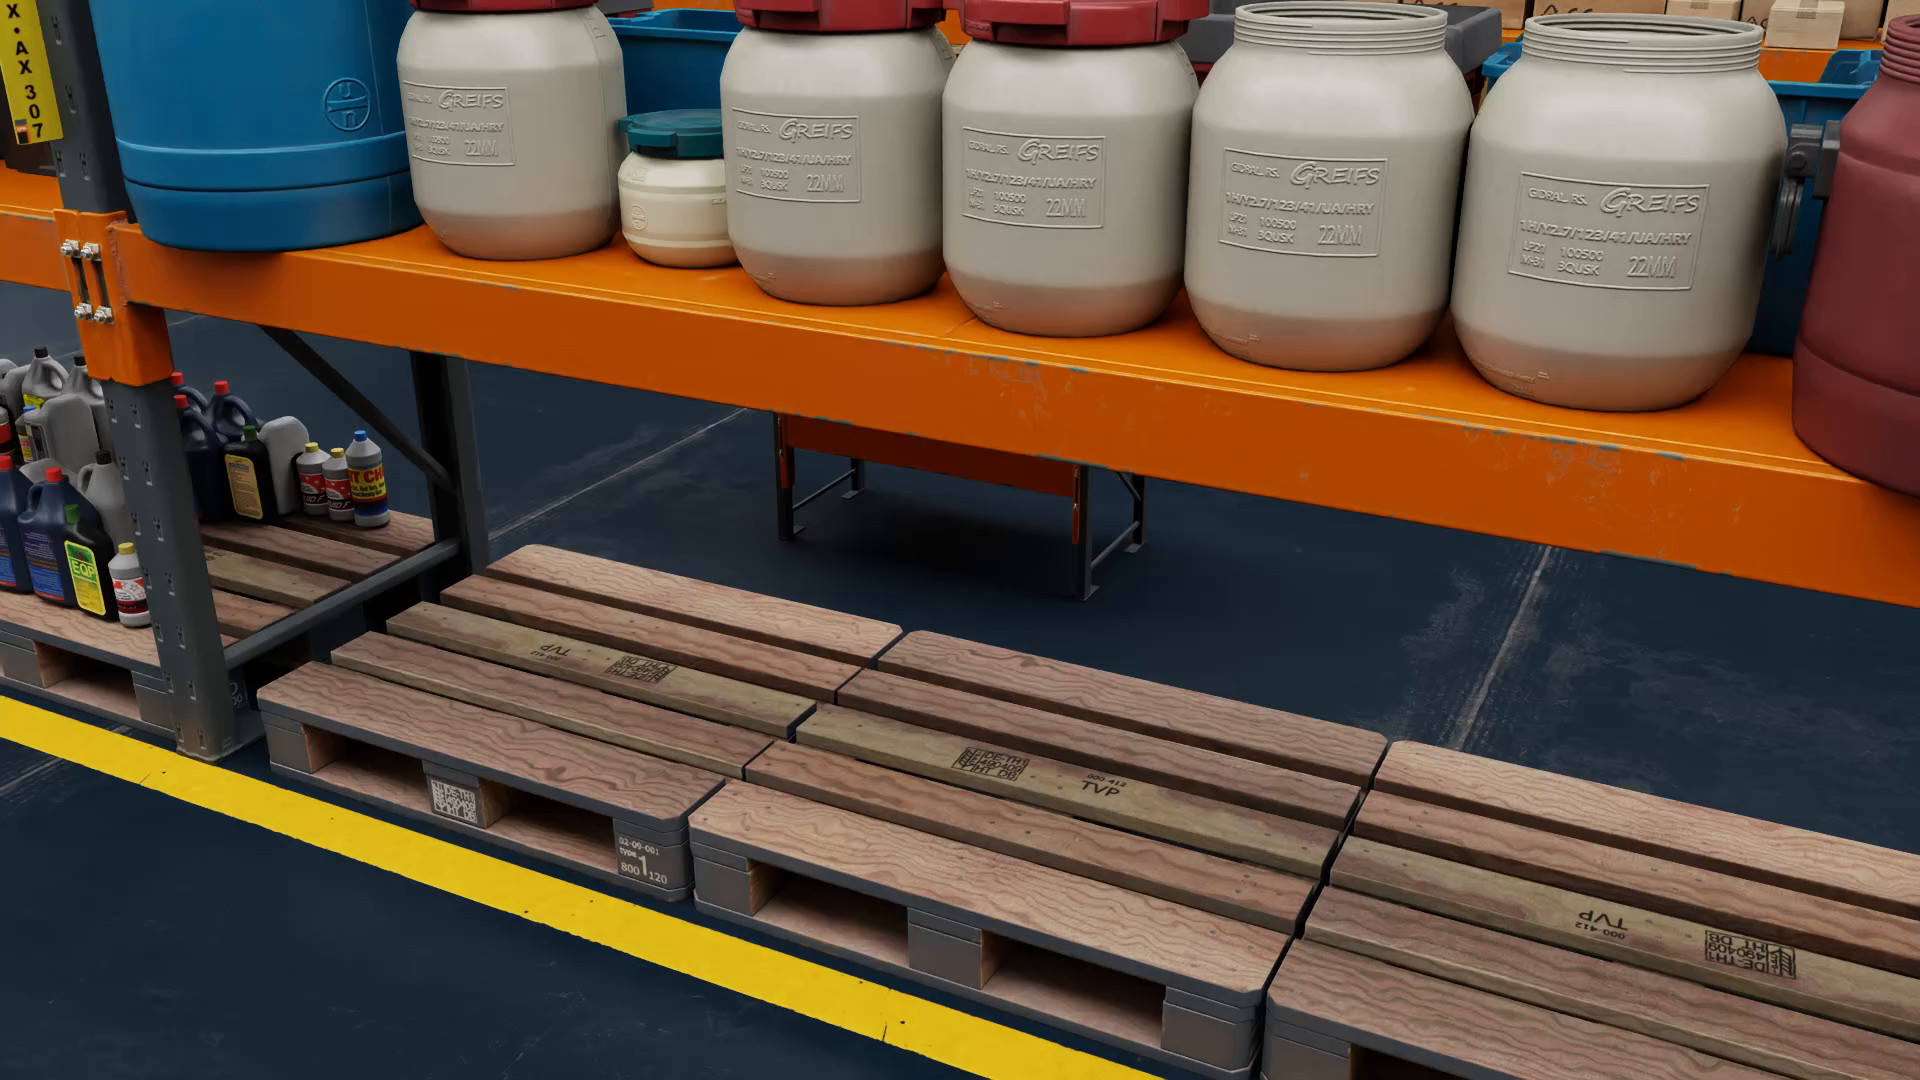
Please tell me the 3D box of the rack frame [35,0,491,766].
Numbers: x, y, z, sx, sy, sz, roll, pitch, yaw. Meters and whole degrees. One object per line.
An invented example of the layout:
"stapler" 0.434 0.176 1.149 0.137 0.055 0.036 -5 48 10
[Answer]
"rack frame" -1.614 -1.024 3.826 0.127 3.000 1.000 11 25 25

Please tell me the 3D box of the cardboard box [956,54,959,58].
"cardboard box" -0.098 -2.303 8.852 0.500 0.500 0.500 11 25 25

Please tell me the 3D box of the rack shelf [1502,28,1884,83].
"rack shelf" 2.409 -2.069 7.202 4.000 0.370 1.077 11 25 25

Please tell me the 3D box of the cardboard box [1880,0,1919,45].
"cardboard box" 3.889 -2.086 6.436 0.500 0.311 0.500 13 26 28

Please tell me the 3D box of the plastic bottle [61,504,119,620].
"plastic bottle" -2.192 0.054 4.200 0.133 0.283 0.061 13 26 27

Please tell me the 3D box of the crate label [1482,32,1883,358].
"crate label" 1.191 -0.604 2.793 0.616 0.435 0.502 11 25 25

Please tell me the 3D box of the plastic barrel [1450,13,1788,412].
"plastic barrel" 0.941 -0.476 2.395 0.421 0.512 0.421 0 23 0

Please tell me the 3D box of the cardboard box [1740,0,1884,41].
"cardboard box" 3.483 -2.232 6.779 0.500 0.311 0.500 11 25 24

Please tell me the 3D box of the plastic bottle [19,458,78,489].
"plastic bottle" -2.446 -0.076 4.515 0.135 0.276 0.152 11 25 25

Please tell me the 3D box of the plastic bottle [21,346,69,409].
"plastic bottle" -2.861 -0.436 5.266 0.185 0.351 0.144 12 26 27

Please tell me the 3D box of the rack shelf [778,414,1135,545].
"rack shelf" 0.006 -0.291 5.123 1.000 0.278 0.538 11 25 25

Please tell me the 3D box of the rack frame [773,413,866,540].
"rack frame" -0.448 -0.606 5.238 0.032 1.125 0.500 11 25 25

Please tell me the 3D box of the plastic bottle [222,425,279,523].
"plastic bottle" -2.049 -0.196 4.788 0.133 0.283 0.061 11 25 25

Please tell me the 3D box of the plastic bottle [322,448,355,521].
"plastic bottle" -1.791 -0.166 4.822 0.097 0.201 0.097 0 23 0

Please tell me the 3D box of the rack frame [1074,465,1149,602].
"rack frame" 0.460 -0.427 4.816 0.032 1.125 0.500 11 25 25

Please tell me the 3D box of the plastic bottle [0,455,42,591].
"plastic bottle" -2.490 -0.055 4.368 0.185 0.351 0.144 10 25 22

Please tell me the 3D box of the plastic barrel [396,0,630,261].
"plastic barrel" -0.859 -0.841 3.222 0.433 0.535 0.433 0 23 0

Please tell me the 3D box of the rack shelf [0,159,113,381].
"rack shelf" -3.399 -1.046 4.797 4.000 0.370 1.077 11 25 25

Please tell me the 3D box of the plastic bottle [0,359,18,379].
"plastic bottle" -3.134 -0.454 5.404 0.135 0.276 0.152 11 26 25

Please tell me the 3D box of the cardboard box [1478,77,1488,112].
"cardboard box" 4.004 -3.339 11.900 0.500 0.500 0.700 11 25 24

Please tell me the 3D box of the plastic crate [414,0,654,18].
"plastic crate" -1.044 -1.075 3.863 0.583 0.464 0.402 11 25 25

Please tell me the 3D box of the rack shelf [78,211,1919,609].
"rack shelf" 0.171 -0.340 3.136 4.000 0.370 1.077 11 25 25

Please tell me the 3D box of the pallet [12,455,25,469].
"pallet" -3.287 -0.089 5.190 1.213 0.211 1.003 11 25 25

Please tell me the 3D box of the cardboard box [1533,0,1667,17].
"cardboard box" 2.689 -2.384 6.895 0.500 0.500 0.500 10 25 22

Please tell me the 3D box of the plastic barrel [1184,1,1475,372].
"plastic barrel" 0.565 -0.551 2.570 0.421 0.512 0.421 0 23 0

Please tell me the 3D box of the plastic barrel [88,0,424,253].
"plastic barrel" -1.406 -1.081 3.318 0.708 0.901 0.600 11 25 25

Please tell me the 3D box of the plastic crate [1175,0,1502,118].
"plastic crate" 0.652 -0.740 3.075 0.583 0.464 0.402 11 25 25

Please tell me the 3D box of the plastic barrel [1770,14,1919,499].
"plastic barrel" 1.405 -0.357 2.082 0.708 0.536 0.600 11 25 25

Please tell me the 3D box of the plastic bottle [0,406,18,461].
"plastic bottle" -3.050 -0.349 5.251 0.097 0.201 0.097 0 23 0

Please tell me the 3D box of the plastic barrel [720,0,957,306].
"plastic barrel" -0.204 -0.712 2.917 0.433 0.535 0.433 0 23 0

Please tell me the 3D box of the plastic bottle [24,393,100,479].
"plastic bottle" -2.739 -0.313 5.071 0.135 0.276 0.152 11 25 25

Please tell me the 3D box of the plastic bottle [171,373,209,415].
"plastic bottle" -2.316 -0.329 5.012 0.185 0.351 0.144 10 25 22

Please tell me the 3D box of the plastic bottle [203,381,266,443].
"plastic bottle" -2.147 -0.295 4.934 0.185 0.351 0.144 12 26 26

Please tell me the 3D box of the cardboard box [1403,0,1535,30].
"cardboard box" 2.219 -2.477 7.113 0.500 0.500 0.500 11 25 25

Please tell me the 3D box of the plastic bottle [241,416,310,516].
"plastic bottle" -2.002 -0.230 4.877 0.135 0.276 0.152 12 26 26

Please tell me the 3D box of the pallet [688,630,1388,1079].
"pallet" 0.197 0.599 3.572 1.213 0.211 1.003 11 25 25

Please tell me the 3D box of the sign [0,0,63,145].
"sign" -1.872 -0.961 3.324 0.005 0.325 0.100 11 25 25

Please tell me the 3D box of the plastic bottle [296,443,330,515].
"plastic bottle" -1.882 -0.184 4.864 0.097 0.201 0.097 0 23 0

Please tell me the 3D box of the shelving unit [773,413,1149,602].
"shelving unit" 0.006 -0.516 5.027 1.048 1.125 0.538 11 25 25

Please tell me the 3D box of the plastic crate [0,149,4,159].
"plastic crate" -2.724 -1.056 4.091 0.616 0.251 0.499 11 25 25

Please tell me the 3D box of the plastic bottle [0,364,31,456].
"plastic bottle" -3.011 -0.430 5.346 0.135 0.276 0.152 10 25 23

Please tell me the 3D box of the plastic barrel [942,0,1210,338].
"plastic barrel" 0.182 -0.635 2.737 0.433 0.535 0.433 0 23 0

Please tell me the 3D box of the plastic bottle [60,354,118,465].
"plastic bottle" -2.695 -0.404 5.189 0.185 0.351 0.144 11 25 24

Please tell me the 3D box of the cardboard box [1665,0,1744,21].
"cardboard box" 3.030 -2.137 6.764 0.250 0.149 0.380 13 26 28

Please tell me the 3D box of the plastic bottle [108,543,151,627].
"plastic bottle" -2.078 0.106 4.182 0.097 0.201 0.097 0 23 0

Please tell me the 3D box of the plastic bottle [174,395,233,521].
"plastic bottle" -2.212 -0.245 4.816 0.185 0.351 0.144 11 25 25

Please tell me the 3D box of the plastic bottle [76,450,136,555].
"plastic bottle" -2.254 -0.071 4.407 0.185 0.351 0.144 11 25 25

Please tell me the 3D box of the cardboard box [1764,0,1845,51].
"cardboard box" 3.267 -1.994 6.427 0.250 0.149 0.380 11 25 25

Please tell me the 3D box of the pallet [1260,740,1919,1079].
"pallet" 1.282 0.815 3.064 1.213 0.211 1.003 11 25 25

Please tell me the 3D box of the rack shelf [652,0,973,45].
"rack shelf" -1.161 -2.776 8.863 4.000 0.370 1.077 11 25 25

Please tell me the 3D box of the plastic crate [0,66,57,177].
"plastic crate" -2.024 -1.133 4.160 0.504 0.338 0.767 11 25 25

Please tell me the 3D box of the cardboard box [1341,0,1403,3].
"cardboard box" 1.772 -2.565 7.321 0.500 0.500 0.500 13 26 28

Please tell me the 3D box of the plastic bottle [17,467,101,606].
"plastic bottle" -2.319 -0.021 4.289 0.185 0.351 0.144 10 25 23

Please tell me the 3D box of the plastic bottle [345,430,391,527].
"plastic bottle" -1.701 -0.181 4.766 0.097 0.271 0.097 0 23 0

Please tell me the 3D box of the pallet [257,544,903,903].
"pallet" -0.896 0.384 4.077 1.213 0.211 1.003 11 25 25

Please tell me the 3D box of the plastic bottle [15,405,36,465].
"plastic bottle" -2.876 -0.318 5.178 0.097 0.201 0.097 0 23 0

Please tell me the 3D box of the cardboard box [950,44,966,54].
"cardboard box" -0.137 -4.002 13.702 0.500 0.311 0.500 8 24 19

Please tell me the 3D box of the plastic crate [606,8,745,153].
"plastic crate" -0.489 -0.931 3.626 0.575 0.384 0.392 11 25 25

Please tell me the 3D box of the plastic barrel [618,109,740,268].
"plastic barrel" -0.502 -0.673 3.177 0.301 0.262 0.301 0 23 0

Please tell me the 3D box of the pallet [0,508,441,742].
"pallet" -2.195 0.126 4.684 1.213 0.211 1.003 11 25 25
